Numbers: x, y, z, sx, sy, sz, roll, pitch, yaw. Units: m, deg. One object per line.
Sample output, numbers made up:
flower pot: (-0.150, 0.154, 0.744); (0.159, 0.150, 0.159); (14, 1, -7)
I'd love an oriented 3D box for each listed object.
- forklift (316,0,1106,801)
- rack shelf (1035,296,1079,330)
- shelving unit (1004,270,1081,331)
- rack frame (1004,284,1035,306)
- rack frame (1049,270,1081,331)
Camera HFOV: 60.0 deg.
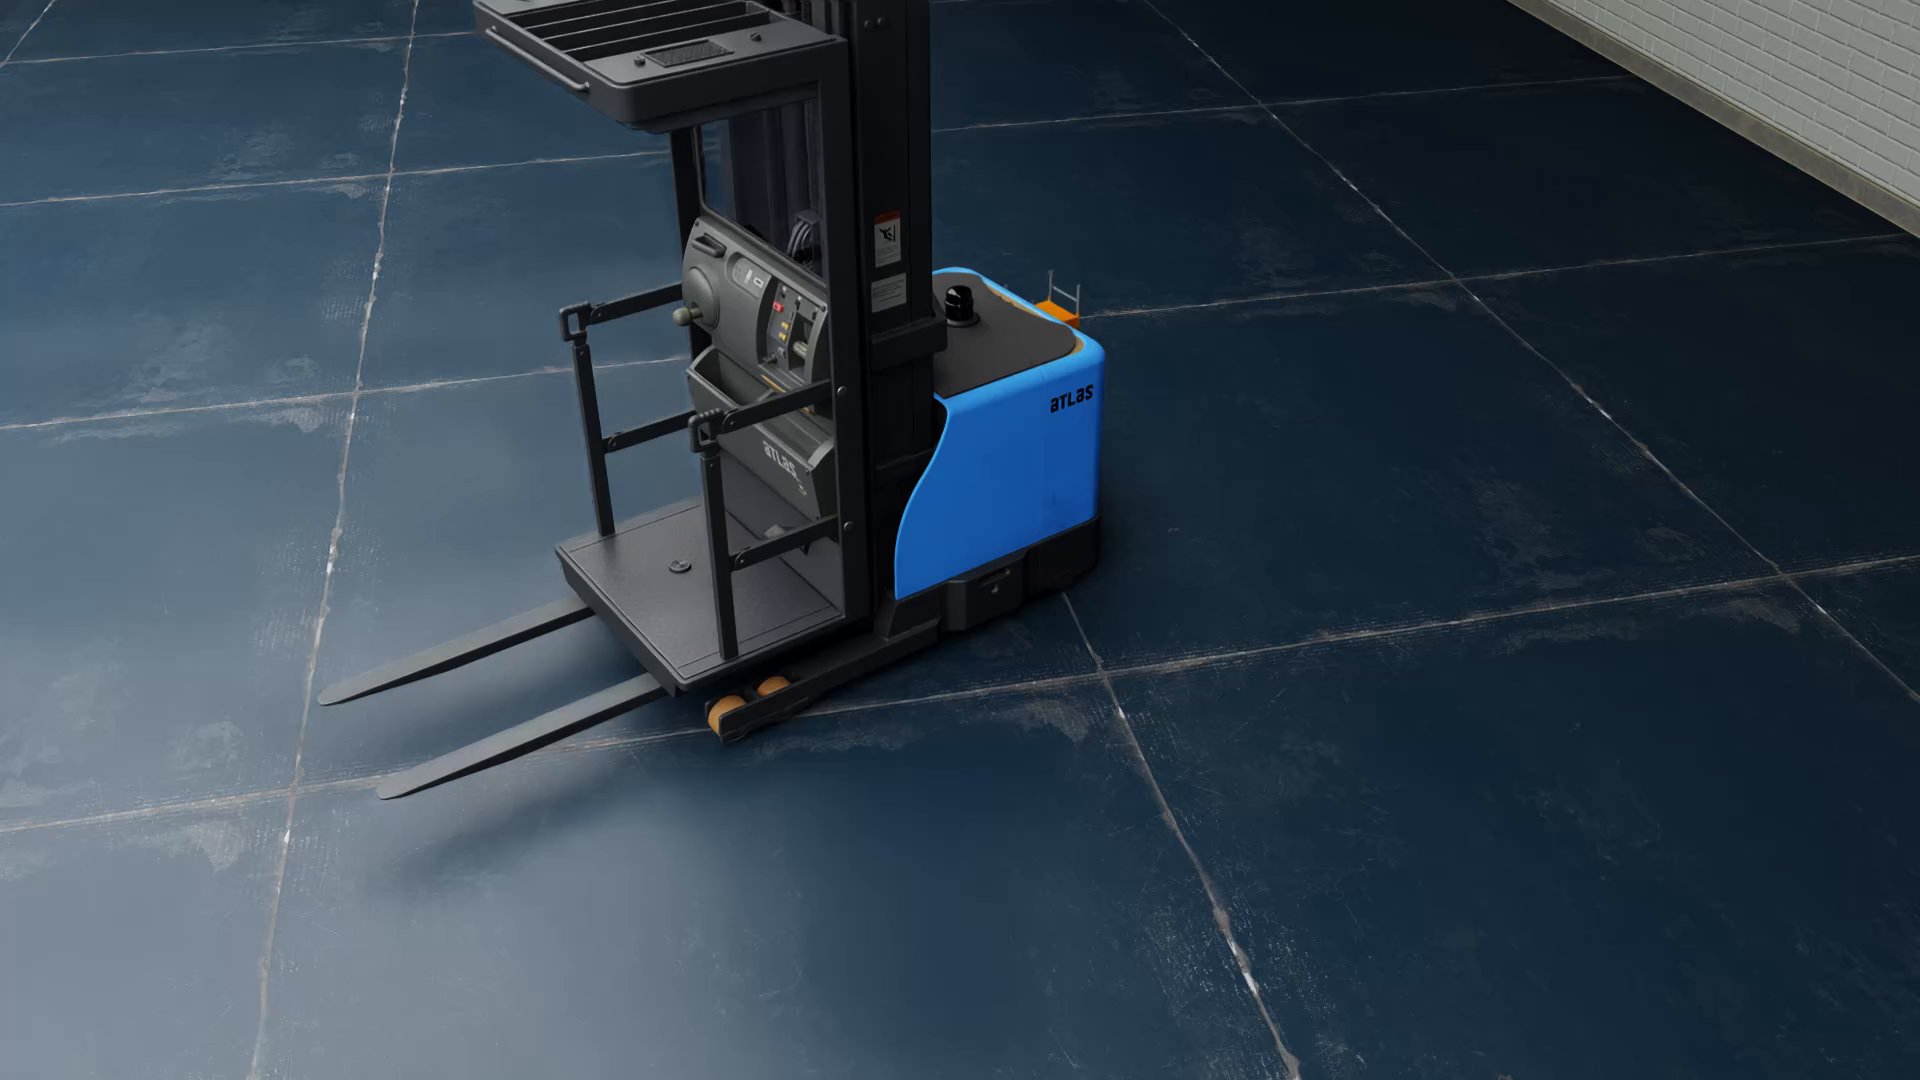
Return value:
forklift: (-0.907, -0.810, 5.826); (3.031, 2.935, 1.130); (-22, 40, -29)
rack shelf: (0.345, -0.857, 7.095); (0.240, 0.259, 0.215); (-22, 40, -29)
shelving unit: (0.345, -0.630, 7.247); (0.252, 1.050, 0.215); (-22, 40, -29)
rack frame: (0.247, -0.590, 7.187); (0.008, 1.050, 0.200); (-22, 40, -29)
rack frame: (0.444, -0.670, 7.307); (0.008, 1.050, 0.200); (-22, 40, -29)
